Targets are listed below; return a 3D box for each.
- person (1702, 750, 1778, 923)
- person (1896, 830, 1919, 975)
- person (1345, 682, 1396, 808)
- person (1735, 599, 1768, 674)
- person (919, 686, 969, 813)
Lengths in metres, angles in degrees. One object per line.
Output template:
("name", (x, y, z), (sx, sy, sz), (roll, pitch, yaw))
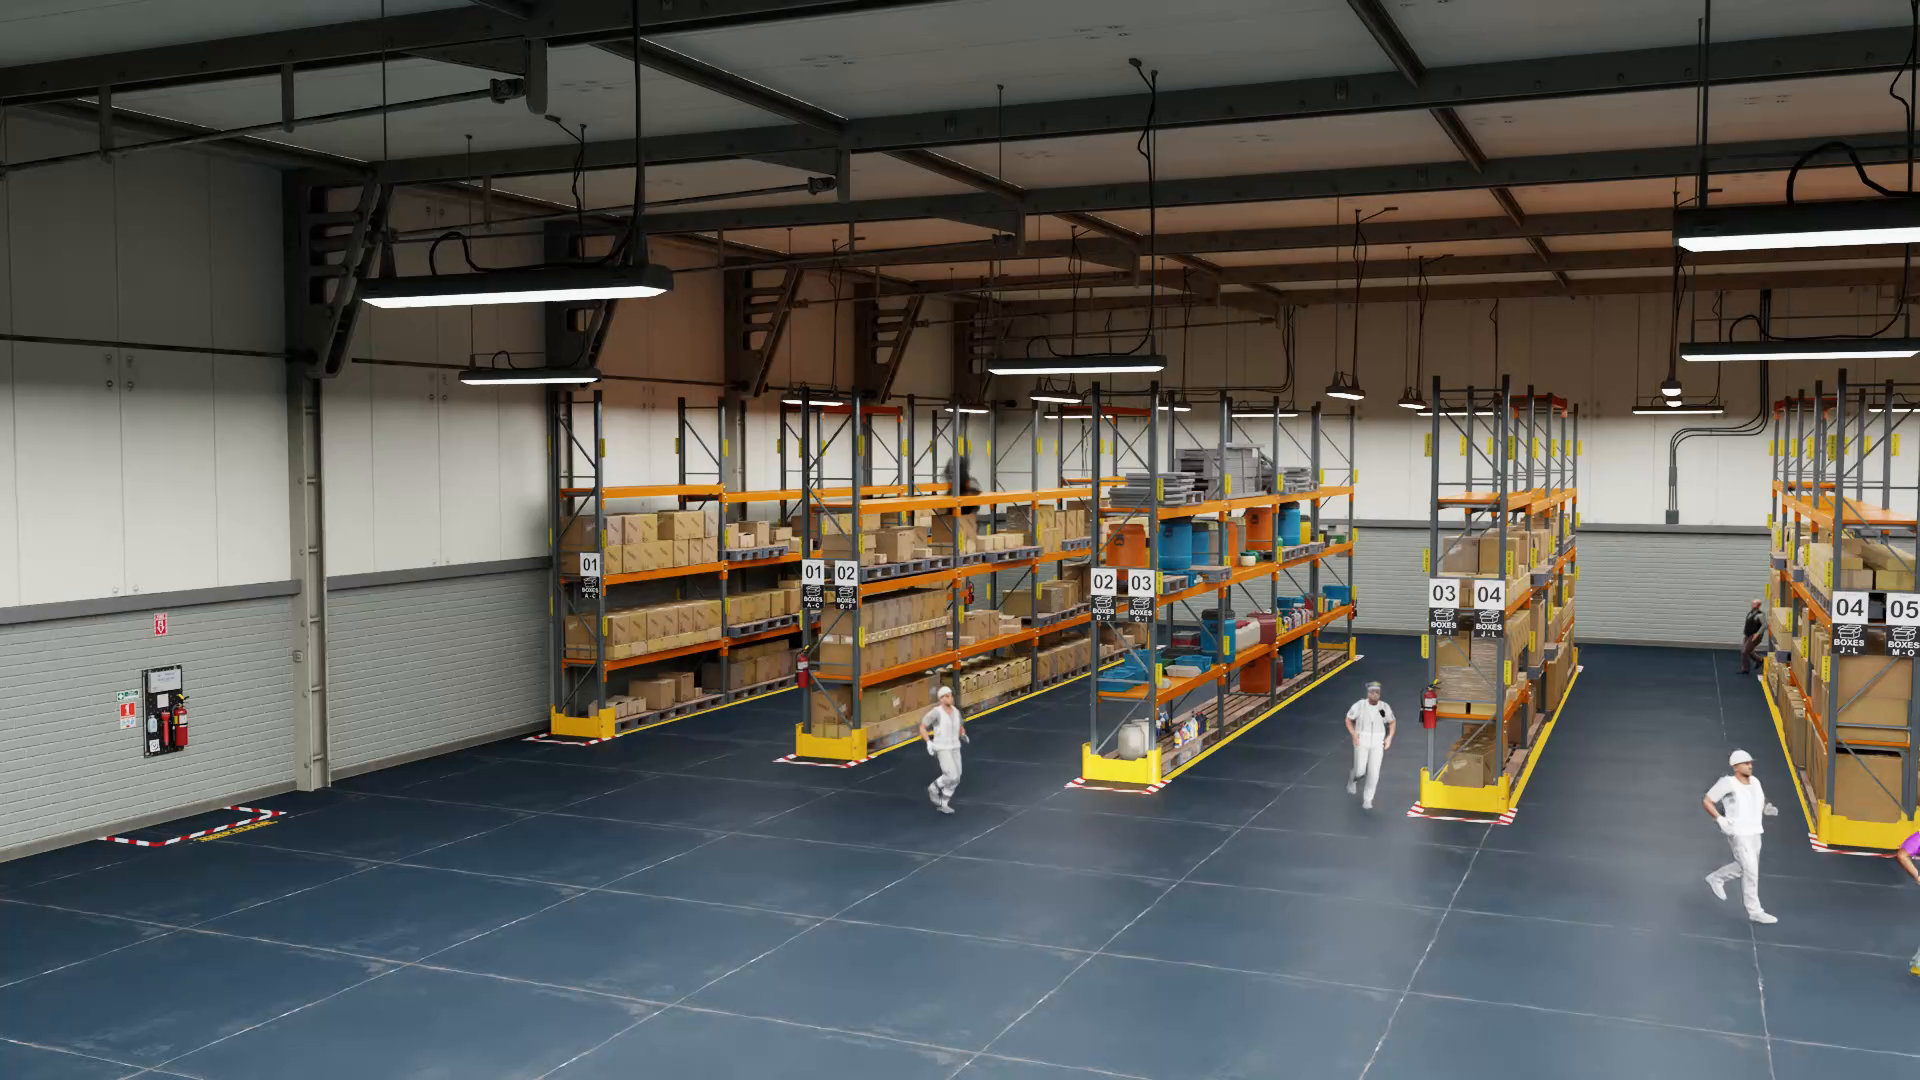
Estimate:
("person", (8.340, 3.128, 17.755), (0.696, 1.763, 0.955), (-2, 4, -27))
("person", (9.091, 3.281, 15.295), (0.674, 1.809, 0.696), (-2, 4, -31))
("person", (5.782, 2.870, 23.404), (0.700, 1.791, 0.677), (0, 3, 5))
("person", (17.576, 2.141, 36.710), (0.689, 1.681, 0.724), (0, 3, -4))
("person", (-0.155, 2.874, 22.763), (0.666, 1.737, 0.580), (-3, 4, -42))
